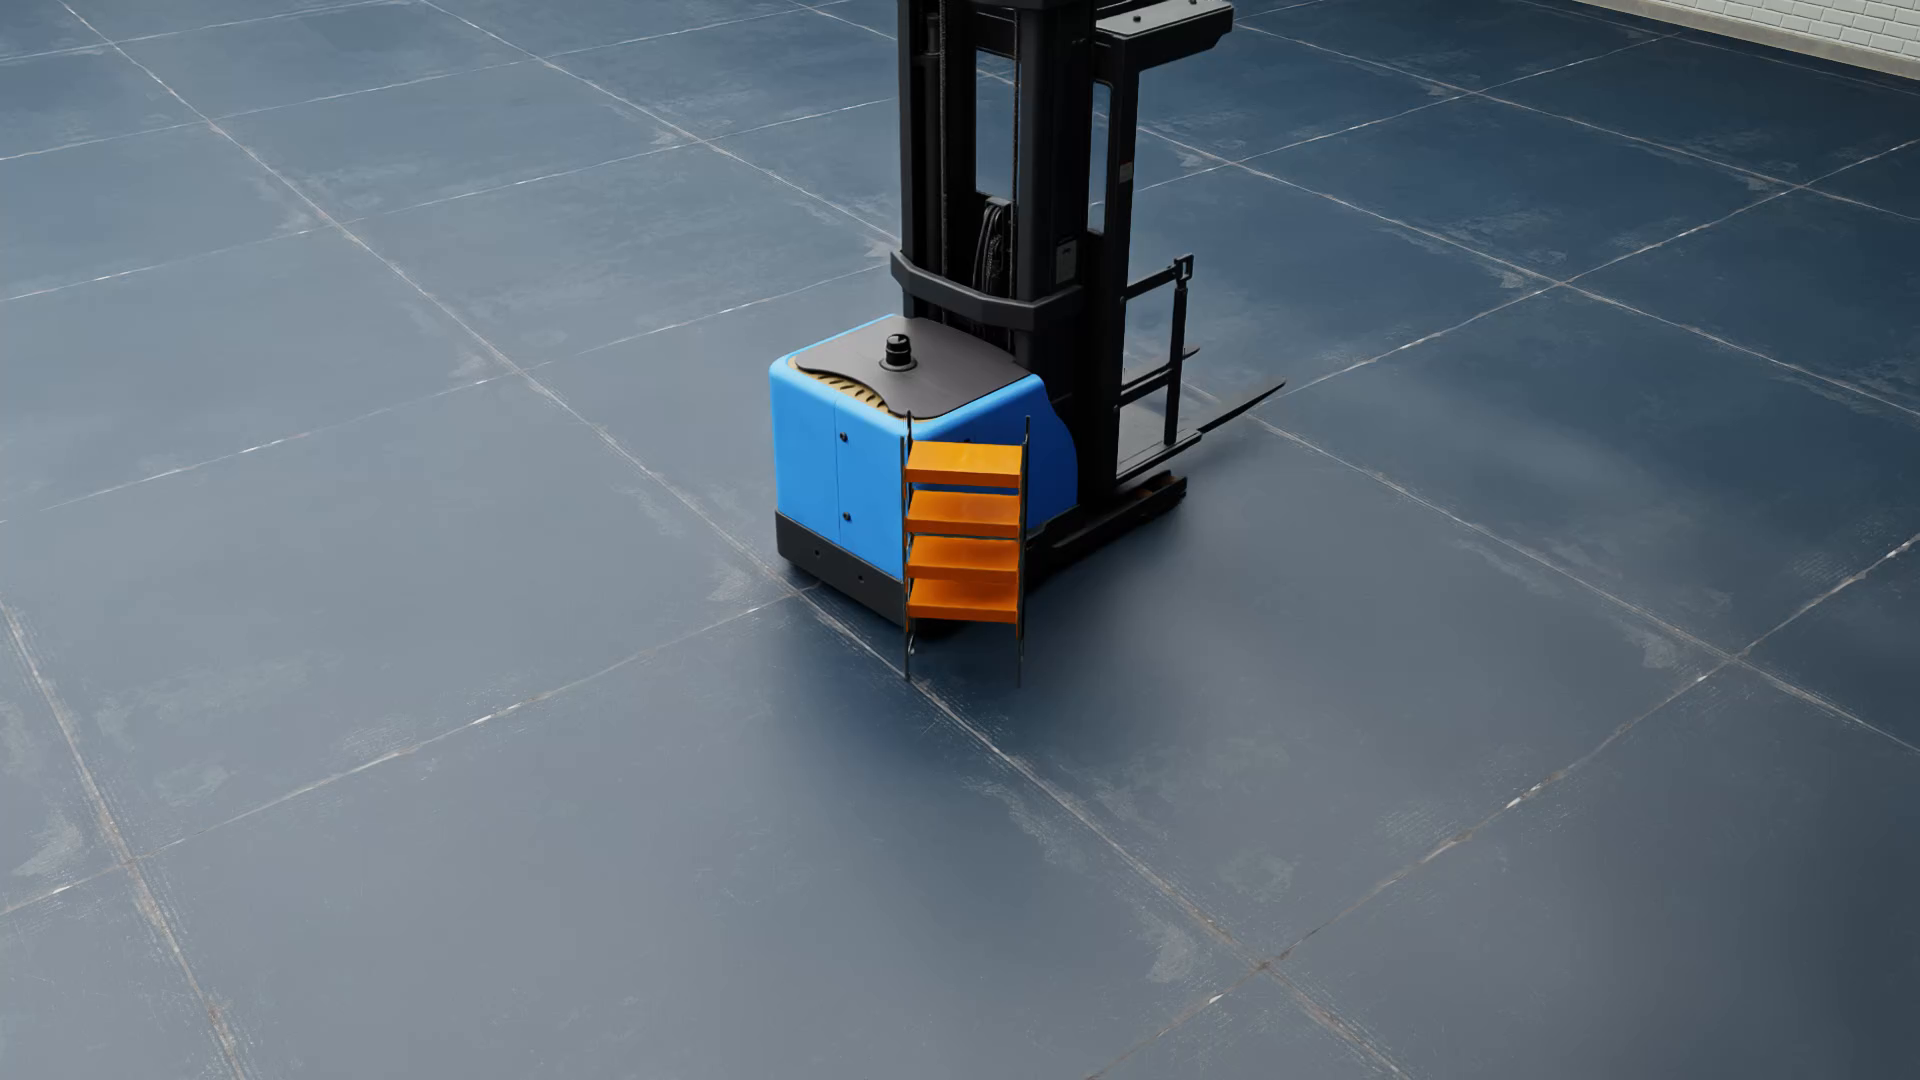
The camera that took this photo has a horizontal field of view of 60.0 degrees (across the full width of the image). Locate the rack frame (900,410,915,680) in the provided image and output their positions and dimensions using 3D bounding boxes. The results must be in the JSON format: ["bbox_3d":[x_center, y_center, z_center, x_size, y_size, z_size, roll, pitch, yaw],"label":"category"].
[{"bbox_3d":[-0.221,0.039,7.049,0.015,1.200,0.240,3,32,5],"label":"rack frame"}]

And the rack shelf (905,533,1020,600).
[{"bbox_3d":[0.022,0.110,7.062,0.480,0.148,0.258,3,32,5],"label":"rack shelf"}]

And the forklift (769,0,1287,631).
[{"bbox_3d":[0.517,-1.510,7.904,3.031,2.935,1.130,-28,41,-37],"label":"forklift"}]

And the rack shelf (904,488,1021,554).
[{"bbox_3d":[0.022,-0.081,6.945,0.480,0.148,0.258,3,32,5],"label":"rack shelf"}]

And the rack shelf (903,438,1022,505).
[{"bbox_3d":[0.022,-0.283,6.822,0.480,0.148,0.258,3,32,5],"label":"rack shelf"}]

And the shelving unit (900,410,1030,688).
[{"bbox_3d":[0.022,0.052,7.027,0.503,1.200,0.258,3,32,5],"label":"shelving unit"}]

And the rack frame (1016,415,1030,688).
[{"bbox_3d":[0.265,0.066,7.005,0.015,1.200,0.240,3,32,5],"label":"rack frame"}]

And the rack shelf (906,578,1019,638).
[{"bbox_3d":[0.022,0.279,7.165,0.480,0.148,0.258,3,32,5],"label":"rack shelf"}]
